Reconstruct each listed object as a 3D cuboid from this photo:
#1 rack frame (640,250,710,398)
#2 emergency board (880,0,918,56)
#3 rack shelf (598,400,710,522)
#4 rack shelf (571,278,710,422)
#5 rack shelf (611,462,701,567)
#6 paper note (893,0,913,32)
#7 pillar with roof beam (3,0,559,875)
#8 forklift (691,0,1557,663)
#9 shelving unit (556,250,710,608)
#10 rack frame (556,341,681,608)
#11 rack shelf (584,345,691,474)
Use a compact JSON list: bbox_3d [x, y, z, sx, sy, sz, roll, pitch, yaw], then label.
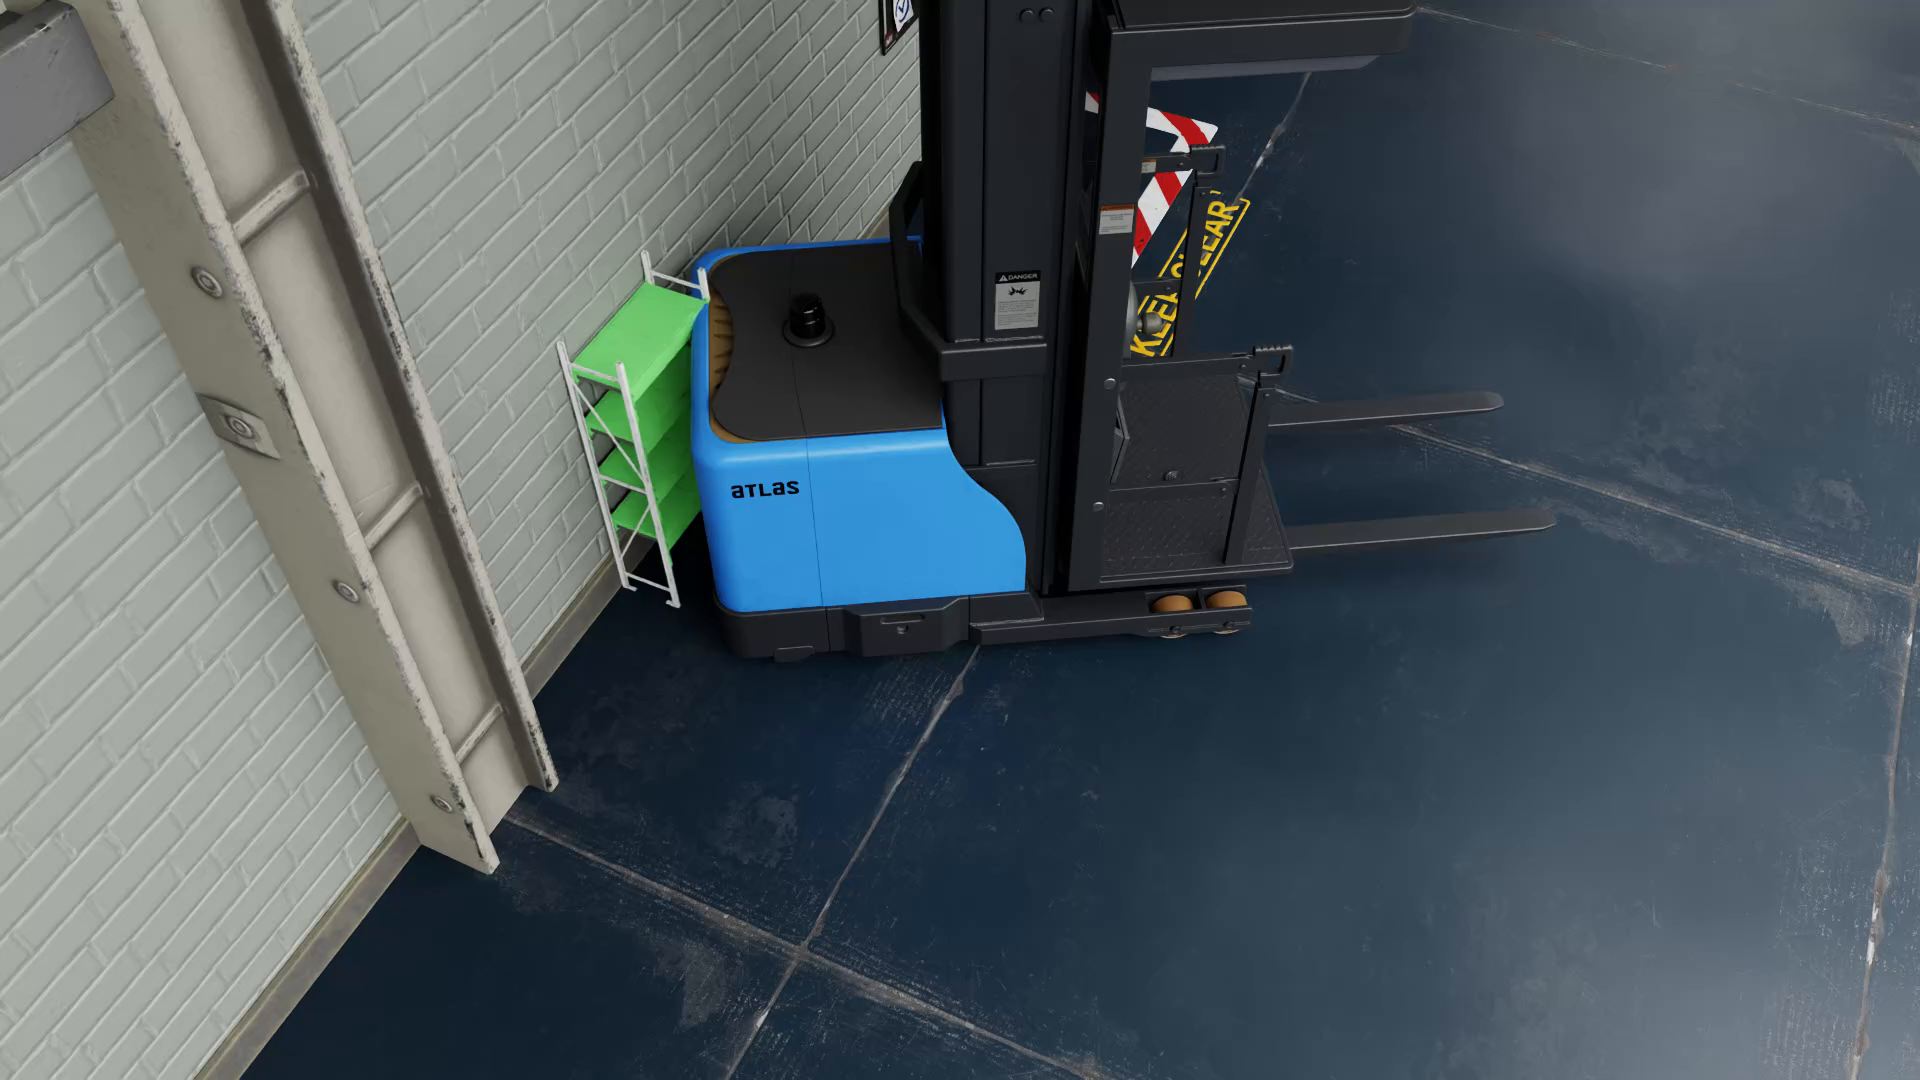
[{"bbox_3d":[-0.931,-0.523,5.907,0.240,1.200,0.015,19,52,17],"label":"rack frame"},{"bbox_3d":[-0.088,-2.525,6.429,0.194,1.169,0.643,20,52,16],"label":"emergency board"},{"bbox_3d":[-1.034,-0.313,5.812,0.258,0.148,0.480,19,52,17],"label":"rack shelf"},{"bbox_3d":[-1.044,-0.628,5.450,0.258,0.148,0.480,19,52,17],"label":"rack shelf"},{"bbox_3d":[-1.029,-0.156,5.993,0.258,0.148,0.480,19,52,17],"label":"rack shelf"},{"bbox_3d":[-0.227,-2.140,6.680,0.016,0.148,0.142,20,52,16],"label":"paper note"},{"bbox_3d":[2.331,-0.626,0.874,9.100,9.000,0.400,20,52,16],"label":"pillar with roof beam"},{"bbox_3d":[0.620,-0.998,5.175,3.031,2.935,1.130,-4,50,-4],"label":"forklift"},{"bbox_3d":[-1.035,-0.355,5.764,0.258,1.200,0.503,19,52,17],"label":"shelving unit"},{"bbox_3d":[-1.140,-0.187,5.621,0.240,1.200,0.015,19,52,17],"label":"rack frame"},{"bbox_3d":[-1.039,-0.471,5.631,0.258,0.148,0.480,19,52,17],"label":"rack shelf"}]
